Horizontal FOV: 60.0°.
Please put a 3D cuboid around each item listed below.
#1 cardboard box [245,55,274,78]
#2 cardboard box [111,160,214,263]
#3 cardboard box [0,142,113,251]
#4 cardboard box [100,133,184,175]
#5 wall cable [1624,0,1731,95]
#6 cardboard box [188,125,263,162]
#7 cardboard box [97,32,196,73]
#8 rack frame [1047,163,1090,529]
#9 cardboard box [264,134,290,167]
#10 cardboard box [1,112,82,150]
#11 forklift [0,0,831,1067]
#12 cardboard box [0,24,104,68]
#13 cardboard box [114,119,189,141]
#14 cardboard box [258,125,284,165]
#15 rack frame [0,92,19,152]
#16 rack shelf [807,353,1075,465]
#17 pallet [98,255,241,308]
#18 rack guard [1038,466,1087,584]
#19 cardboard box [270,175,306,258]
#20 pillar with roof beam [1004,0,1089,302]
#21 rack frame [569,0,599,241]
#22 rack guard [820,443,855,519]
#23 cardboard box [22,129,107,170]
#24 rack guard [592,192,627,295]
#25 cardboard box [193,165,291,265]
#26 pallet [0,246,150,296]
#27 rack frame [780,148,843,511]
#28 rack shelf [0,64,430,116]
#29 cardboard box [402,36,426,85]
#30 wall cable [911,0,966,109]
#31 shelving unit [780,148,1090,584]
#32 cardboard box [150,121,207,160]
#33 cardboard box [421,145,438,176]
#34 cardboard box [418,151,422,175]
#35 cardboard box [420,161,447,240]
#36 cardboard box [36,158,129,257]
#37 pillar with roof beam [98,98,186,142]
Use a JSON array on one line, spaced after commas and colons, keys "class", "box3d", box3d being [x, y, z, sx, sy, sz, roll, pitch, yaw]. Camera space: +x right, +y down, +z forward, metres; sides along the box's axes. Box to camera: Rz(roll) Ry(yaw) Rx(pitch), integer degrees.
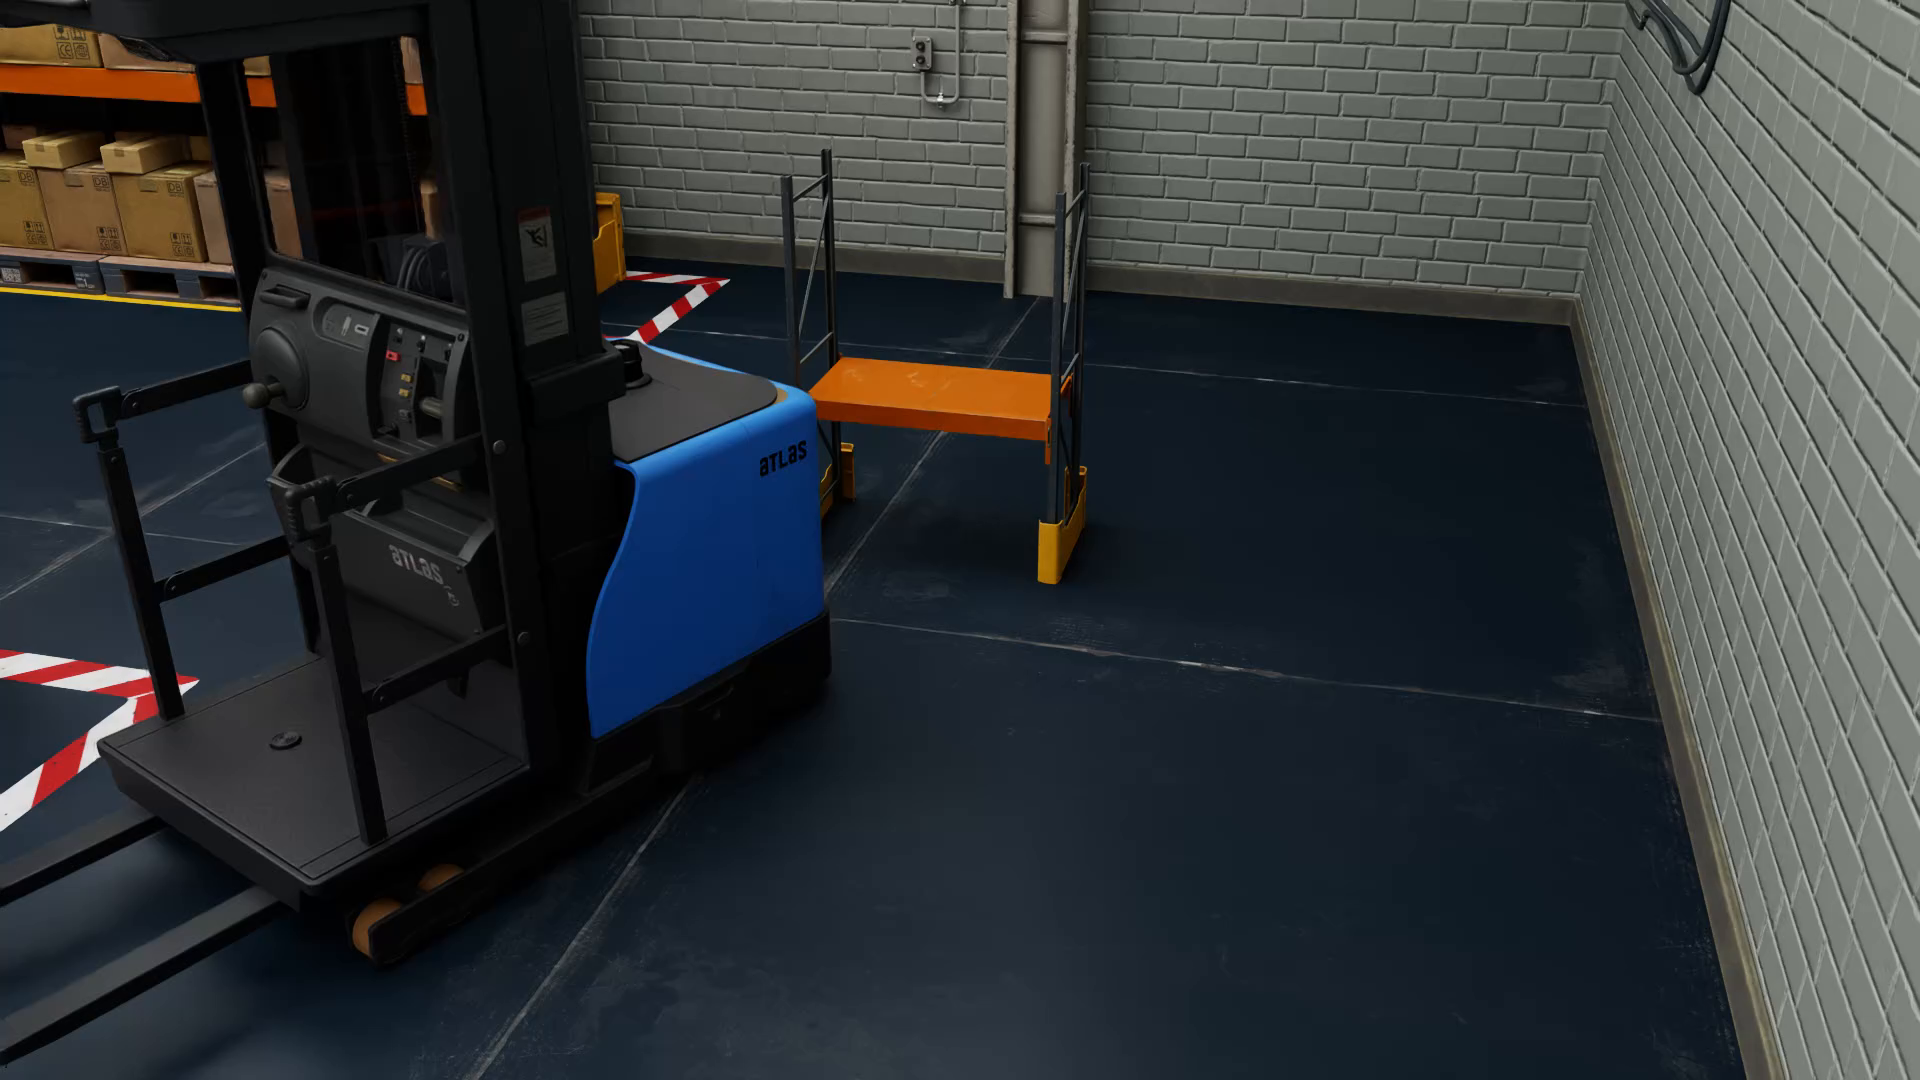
[{"class": "cardboard box", "box3d": [-3.549, -3.004, 9.220, 0.700, 0.700, 0.980, 6, 26, 13]}, {"class": "cardboard box", "box3d": [-4.538, -2.000, 9.880, 0.500, 0.500, 0.700, 7, 26, 14]}, {"class": "cardboard box", "box3d": [-5.521, -2.111, 10.114, 0.500, 0.500, 0.700, 7, 26, 14]}, {"class": "cardboard box", "box3d": [-4.729, -2.235, 9.621, 0.250, 0.149, 0.380, 6, 26, 12]}, {"class": "wall cable", "box3d": [3.043, -3.297, 6.819, 0.112, 2.526, 3.097, 6, 26, 13]}, {"class": "cardboard box", "box3d": [-4.351, -2.364, 9.890, 0.250, 0.149, 0.380, 6, 26, 12]}, {"class": "cardboard box", "box3d": [-4.285, -3.089, 9.400, 0.700, 0.700, 0.980, 5, 26, 10]}, {"class": "rack frame", "box3d": [0.410, -0.632, 6.332, 0.032, 1.500, 0.500, 6, 26, 13]}, {"class": "cardboard box", "box3d": [-3.857, -2.309, 9.776, 0.250, 0.149, 0.380, 7, 26, 14]}, {"class": "cardboard box", "box3d": [-5.612, -2.502, 10.181, 0.250, 0.149, 0.380, 6, 26, 13]}, {"class": "forklift", "box3d": [-1.738, -0.446, 4.277, 1.130, 2.935, 3.031, 18, 31, 34]}, {"class": "cardboard box", "box3d": [-4.992, -3.163, 9.555, 0.700, 0.700, 0.980, 6, 26, 12]}, {"class": "cardboard box", "box3d": [-4.845, -2.418, 10.005, 0.250, 0.149, 0.380, 5, 26, 11]}, {"class": "cardboard box", "box3d": [-4.106, -2.336, 9.833, 0.250, 0.149, 0.380, 7, 26, 14]}, {"class": "rack frame", "box3d": [-6.219, -3.173, 9.924, 0.127, 3.000, 1.000, 6, 26, 13]}, {"class": "rack shelf", "box3d": [-0.083, -0.524, 6.524, 1.000, 0.185, 0.538, 6, 26, 13]}, {"class": "pallet", "box3d": [-4.317, -1.670, 10.012, 1.213, 0.211, 1.003, 6, 26, 13]}, {"class": "rack guard", "box3d": [0.408, -0.068, 6.601, 0.087, 0.250, 0.587, 6, 26, 13]}, {"class": "cardboard box", "box3d": [-3.533, -1.892, 9.654, 0.500, 0.500, 0.700, 6, 26, 13]}, {"class": "pillar with roof beam", "box3d": [-0.587, -3.732, 4.120, 0.400, 9.000, 9.100, 6, 26, 13]}, {"class": "rack frame", "box3d": [-2.345, -2.744, 9.025, 0.127, 3.000, 1.000, 6, 26, 13]}, {"class": "rack guard", "box3d": [-0.556, -0.174, 6.825, 0.087, 0.250, 0.587, 6, 26, 13]}, {"class": "cardboard box", "box3d": [-5.234, -2.291, 9.738, 0.250, 0.149, 0.380, 7, 26, 15]}, {"class": "rack guard", "box3d": [-2.322, -1.613, 9.557, 0.348, 0.500, 1.175, 6, 26, 13]}, {"class": "cardboard box", "box3d": [-4.020, -1.946, 9.767, 0.500, 0.500, 0.700, 5, 26, 11]}, {"class": "pallet", "box3d": [-5.502, -1.800, 10.284, 1.213, 0.211, 1.003, 6, 26, 13]}, {"class": "rack frame", "box3d": [-0.575, -0.741, 6.561, 0.032, 1.500, 0.500, 6, 26, 13]}, {"class": "rack shelf", "box3d": [-4.282, -2.634, 9.629, 4.000, 0.370, 1.077, 6, 26, 13]}, {"class": "cardboard box", "box3d": [-2.842, -2.930, 9.066, 0.700, 0.700, 0.980, 8, 26, 15]}, {"class": "wall cable", "box3d": [-0.870, -3.460, 9.346, 1.851, 1.984, 0.084, 6, 26, 13]}, {"class": "shelving unit", "box3d": [-0.074, -0.685, 6.445, 1.083, 1.500, 0.587, 6, 26, 13]}, {"class": "cardboard box", "box3d": [-4.601, -2.391, 9.948, 0.250, 0.149, 0.380, 7, 26, 14]}, {"class": "cardboard box", "box3d": [-2.877, -2.201, 9.549, 0.250, 0.149, 0.380, 6, 26, 13]}, {"class": "cardboard box", "box3d": [-3.218, -2.069, 9.272, 0.250, 0.149, 0.380, 6, 26, 12]}, {"class": "cardboard box", "box3d": [-3.048, -1.839, 9.542, 0.500, 0.500, 0.700, 6, 26, 13]}, {"class": "cardboard box", "box3d": [-5.035, -2.056, 9.998, 0.500, 0.500, 0.700, 6, 26, 12]}, {"class": "pillar with roof beam", "box3d": [-6.398, -4.374, 5.469, 0.400, 9.000, 9.100, 6, 26, 13]}]
